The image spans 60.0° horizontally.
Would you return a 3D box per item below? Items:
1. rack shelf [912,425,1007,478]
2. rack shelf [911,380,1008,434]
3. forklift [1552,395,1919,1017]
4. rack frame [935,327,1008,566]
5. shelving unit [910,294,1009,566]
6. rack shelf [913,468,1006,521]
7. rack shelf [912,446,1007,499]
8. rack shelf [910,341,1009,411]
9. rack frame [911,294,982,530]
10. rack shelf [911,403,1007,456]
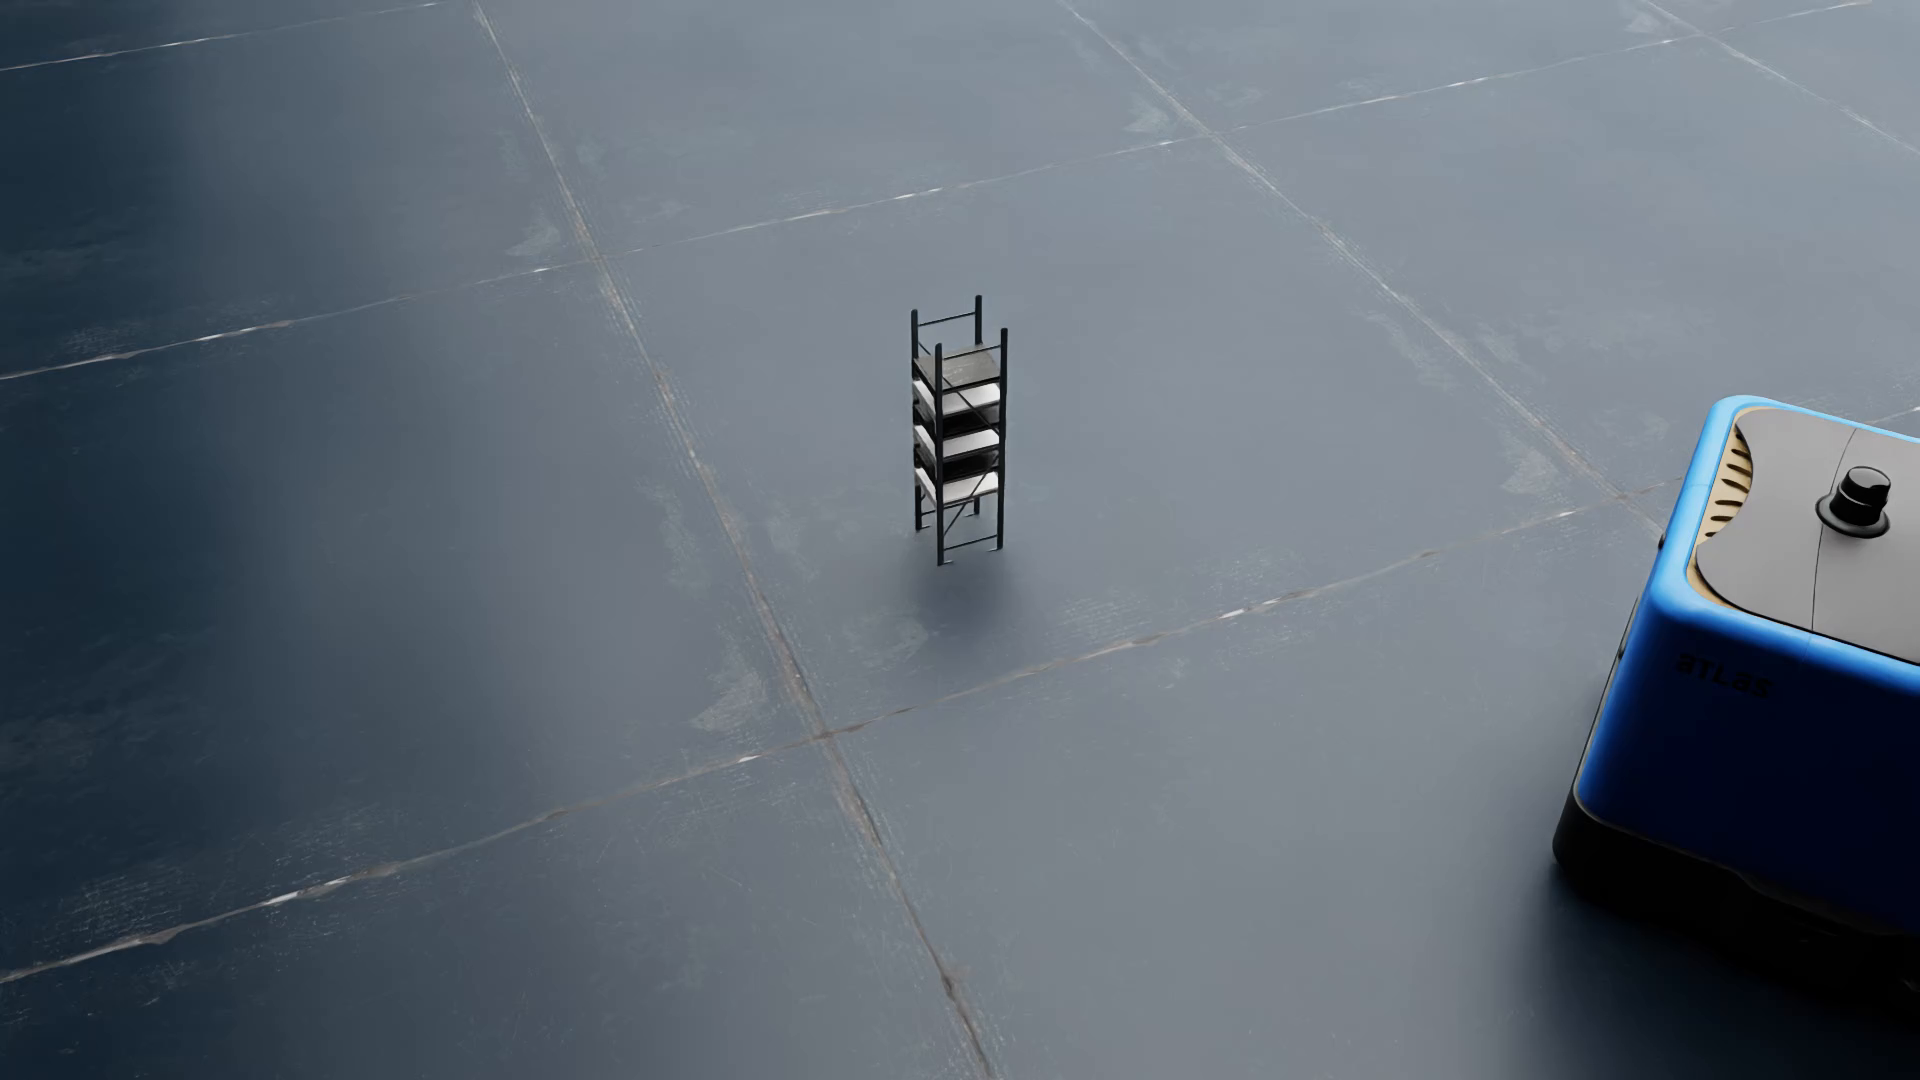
[{"bbox_3d":[-0.003,-0.321,5.484,0.258,0.077,0.200,-15,43,-17],"label":"rack shelf"},{"bbox_3d":[-0.003,-0.457,5.367,0.258,0.077,0.200,-15,43,-17],"label":"rack shelf"},{"bbox_3d":[3.194,0.014,3.486,3.031,2.935,1.130,19,44,21],"label":"forklift"},{"bbox_3d":[0.036,-0.285,5.391,0.240,0.900,0.006,-15,43,-17],"label":"rack frame"},{"bbox_3d":[-0.003,-0.346,5.462,0.258,0.900,0.210,-15,43,-17],"label":"shelving unit"},{"bbox_3d":[-0.003,-0.184,5.601,0.258,0.077,0.200,-15,43,-17],"label":"rack shelf"},{"bbox_3d":[-0.003,-0.253,5.543,0.258,0.077,0.200,-15,43,-17],"label":"rack shelf"},{"bbox_3d":[-0.003,-0.526,5.308,0.258,0.077,0.200,-15,43,-17],"label":"rack shelf"},{"bbox_3d":[-0.042,-0.407,5.534,0.240,0.900,0.006,-15,43,-17],"label":"rack frame"},{"bbox_3d":[-0.003,-0.389,5.425,0.258,0.077,0.200,-15,43,-17],"label":"rack shelf"}]
